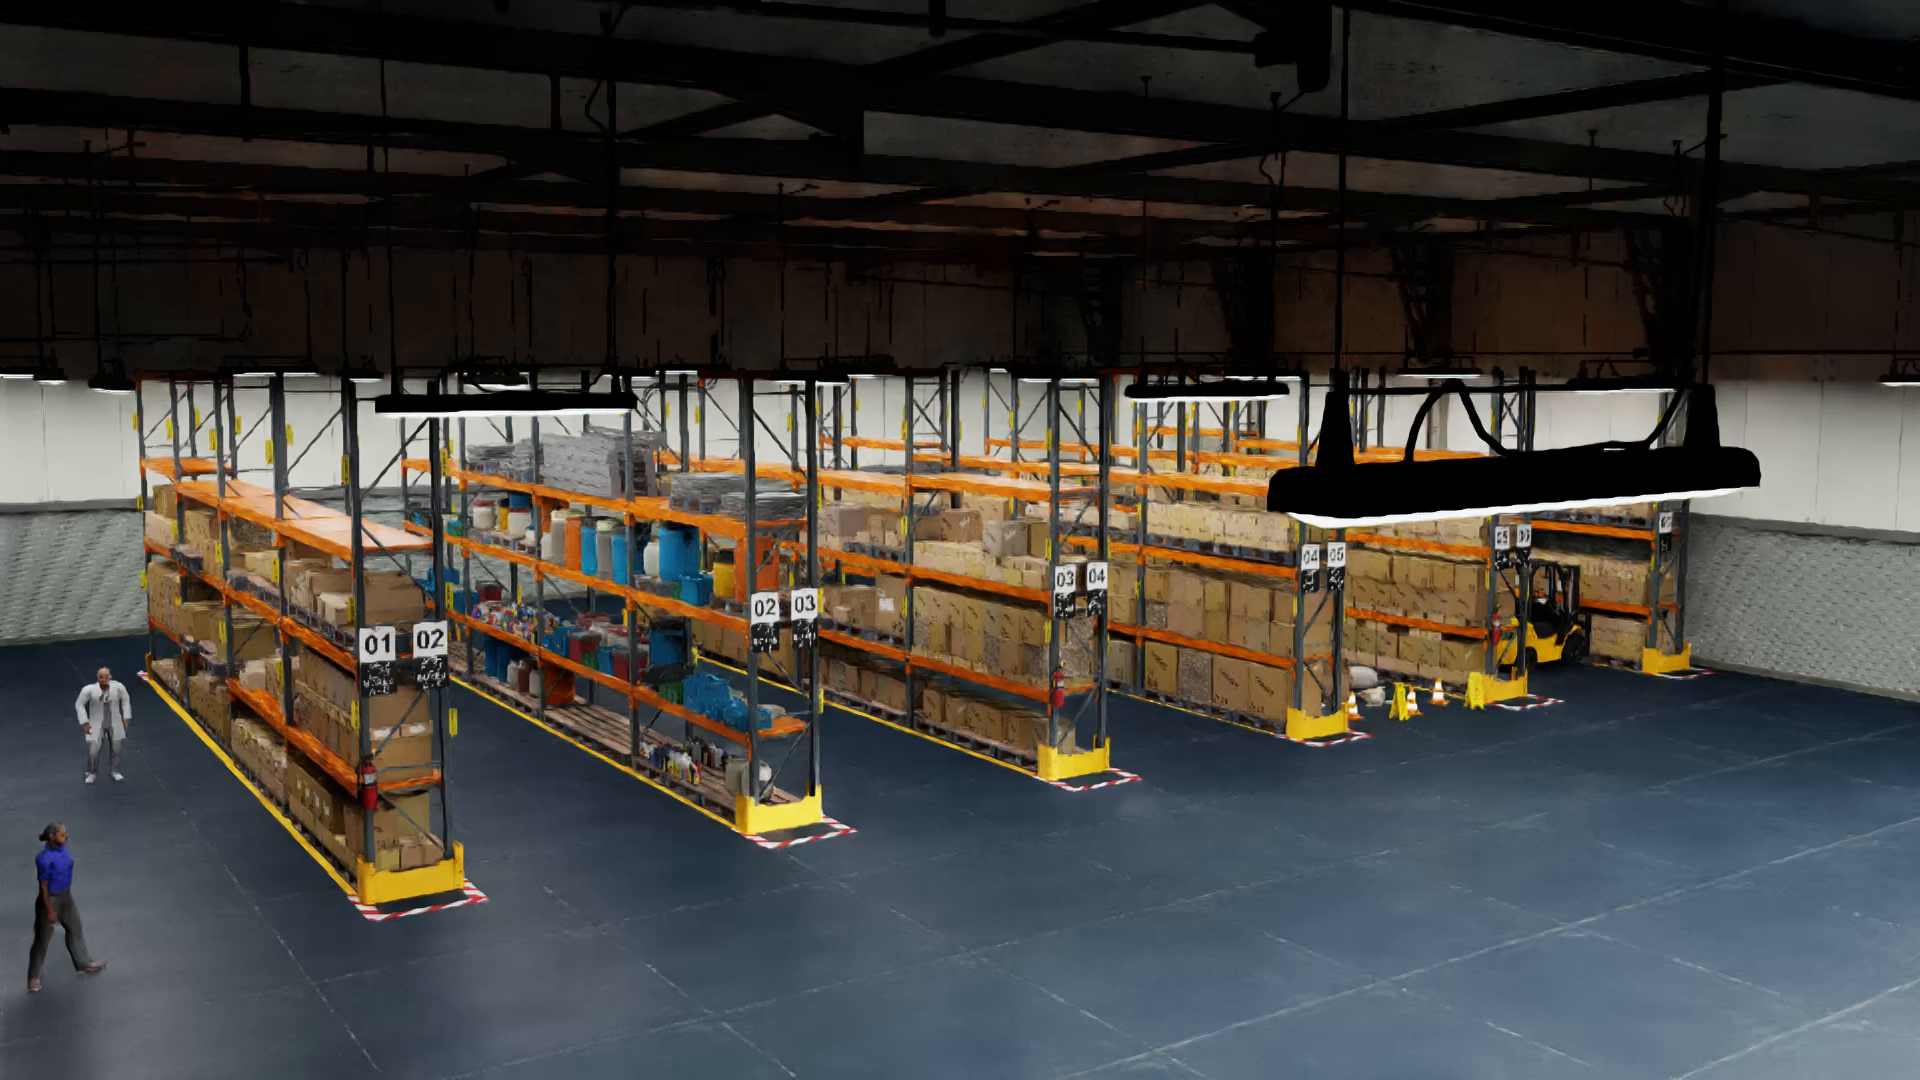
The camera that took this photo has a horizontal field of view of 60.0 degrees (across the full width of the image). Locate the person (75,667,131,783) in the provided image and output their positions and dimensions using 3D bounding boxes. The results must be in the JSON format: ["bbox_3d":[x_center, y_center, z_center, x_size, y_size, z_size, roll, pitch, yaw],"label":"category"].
[{"bbox_3d":[-12.623,2.712,24.524,0.729,1.733,0.546,-5,8,-36],"label":"person"}]

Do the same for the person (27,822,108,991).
[{"bbox_3d":[-9.051,3.628,16.707,0.556,1.636,0.700,0,6,3],"label":"person"}]
